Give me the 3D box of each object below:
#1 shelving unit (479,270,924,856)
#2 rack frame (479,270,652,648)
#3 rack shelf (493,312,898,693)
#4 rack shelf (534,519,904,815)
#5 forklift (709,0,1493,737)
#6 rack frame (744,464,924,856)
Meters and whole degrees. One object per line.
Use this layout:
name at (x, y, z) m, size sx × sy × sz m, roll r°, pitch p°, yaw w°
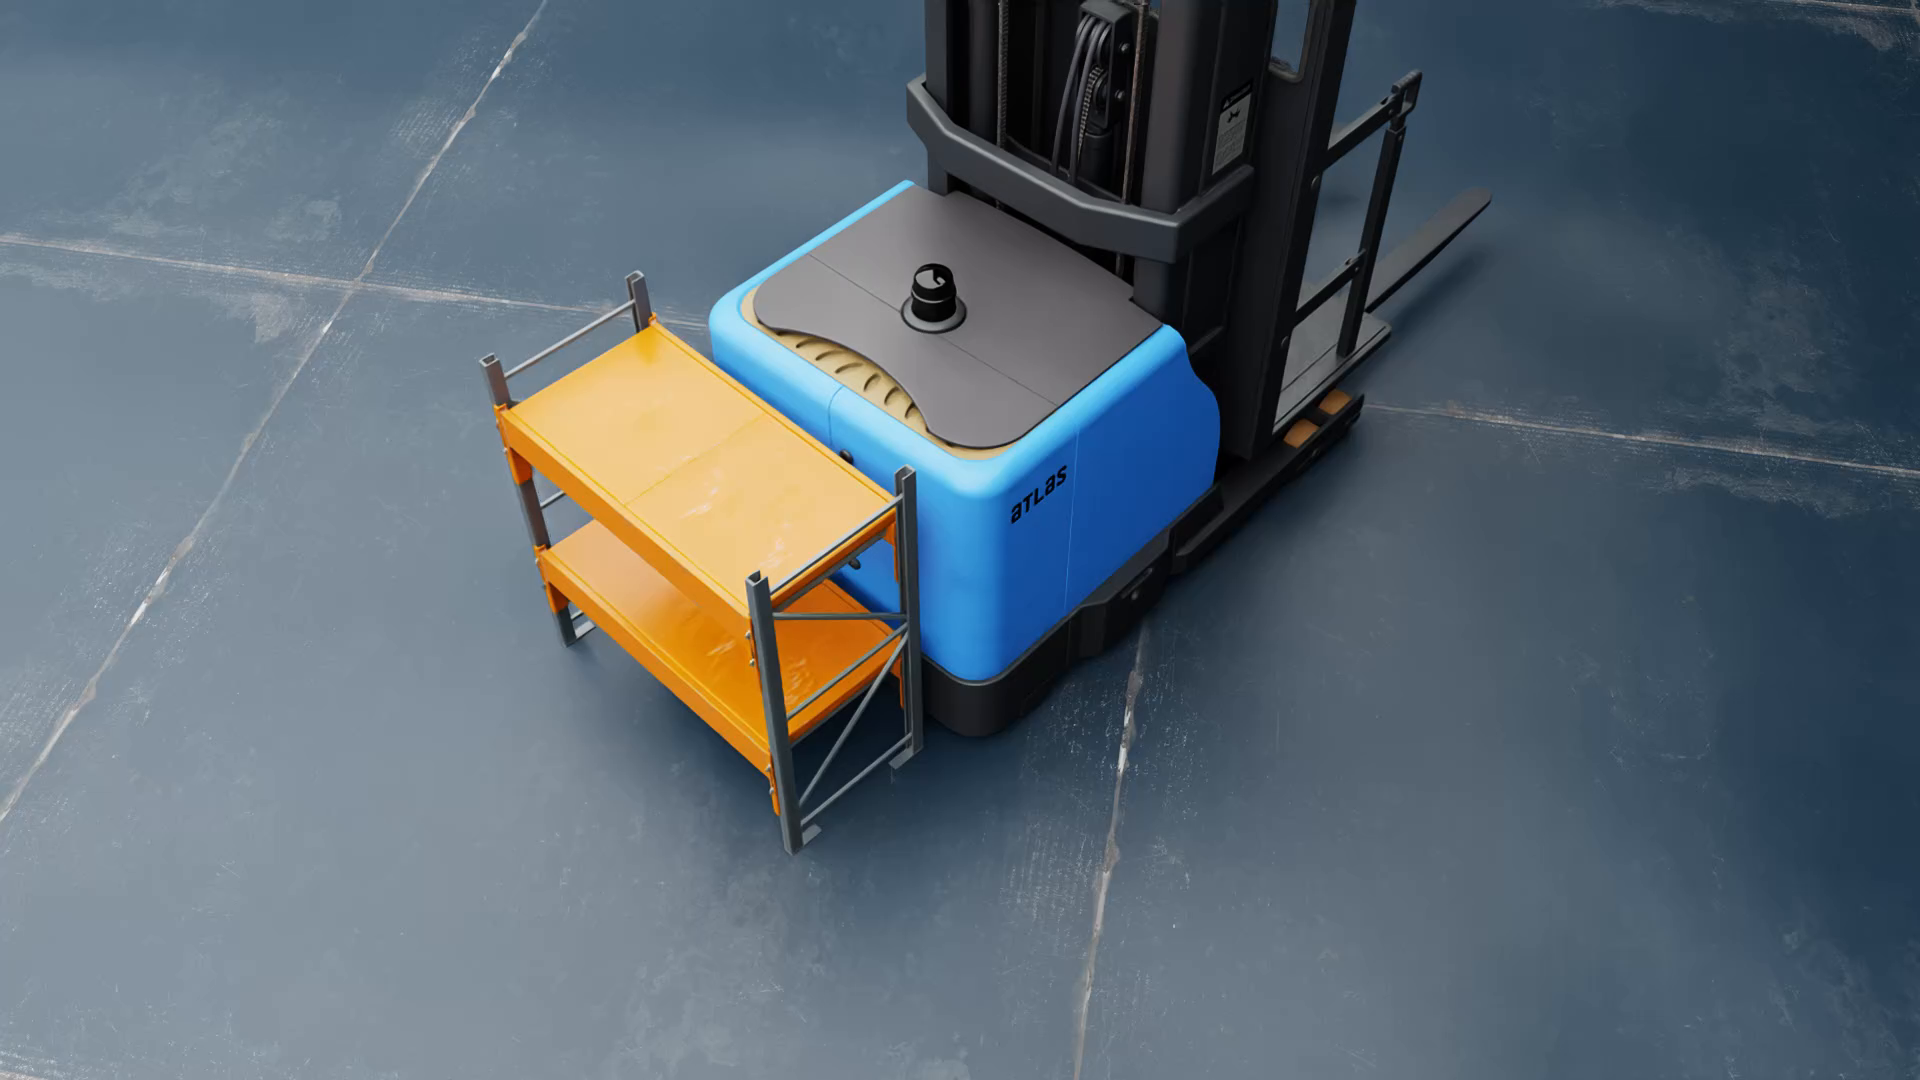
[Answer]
shelving unit at (-0.651, 0.071, 4.430) m, size 1.048 × 1.125 × 0.538 m, roll 36°, pitch 57°, yaw 28°
rack frame at (-1.012, -0.194, 4.668) m, size 0.032 × 1.125 × 0.500 m, roll 36°, pitch 57°, yaw 28°
rack shelf at (-0.651, -0.124, 4.212) m, size 1.000 × 0.278 × 0.538 m, roll 36°, pitch 57°, yaw 28°
rack shelf at (-0.650, 0.235, 4.611) m, size 1.000 × 0.278 × 0.538 m, roll 36°, pitch 57°, yaw 28°
forklift at (0.686, -1.441, 4.574) m, size 1.130 × 2.935 × 3.031 m, roll 34°, pitch 56°, yaw 27°
rack frame at (-0.289, 0.337, 4.191) m, size 0.032 × 1.125 × 0.500 m, roll 36°, pitch 57°, yaw 28°
